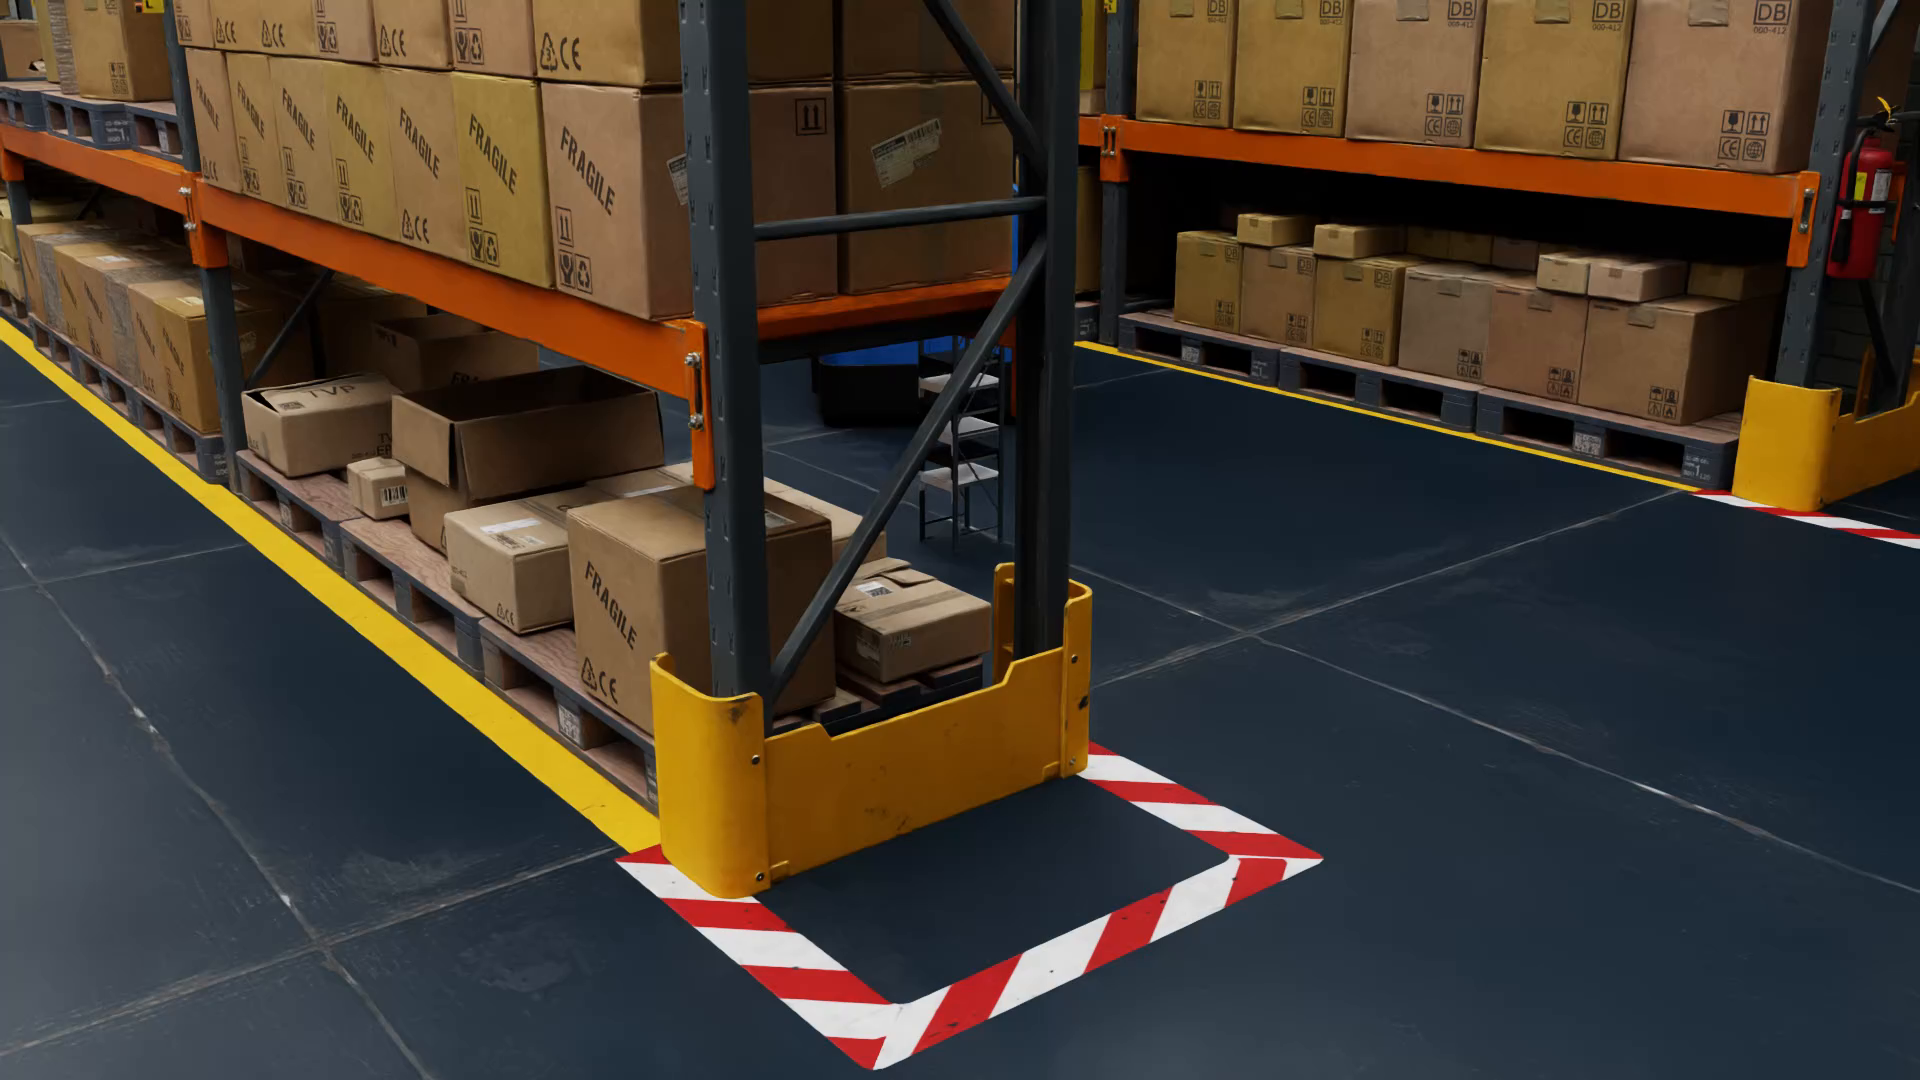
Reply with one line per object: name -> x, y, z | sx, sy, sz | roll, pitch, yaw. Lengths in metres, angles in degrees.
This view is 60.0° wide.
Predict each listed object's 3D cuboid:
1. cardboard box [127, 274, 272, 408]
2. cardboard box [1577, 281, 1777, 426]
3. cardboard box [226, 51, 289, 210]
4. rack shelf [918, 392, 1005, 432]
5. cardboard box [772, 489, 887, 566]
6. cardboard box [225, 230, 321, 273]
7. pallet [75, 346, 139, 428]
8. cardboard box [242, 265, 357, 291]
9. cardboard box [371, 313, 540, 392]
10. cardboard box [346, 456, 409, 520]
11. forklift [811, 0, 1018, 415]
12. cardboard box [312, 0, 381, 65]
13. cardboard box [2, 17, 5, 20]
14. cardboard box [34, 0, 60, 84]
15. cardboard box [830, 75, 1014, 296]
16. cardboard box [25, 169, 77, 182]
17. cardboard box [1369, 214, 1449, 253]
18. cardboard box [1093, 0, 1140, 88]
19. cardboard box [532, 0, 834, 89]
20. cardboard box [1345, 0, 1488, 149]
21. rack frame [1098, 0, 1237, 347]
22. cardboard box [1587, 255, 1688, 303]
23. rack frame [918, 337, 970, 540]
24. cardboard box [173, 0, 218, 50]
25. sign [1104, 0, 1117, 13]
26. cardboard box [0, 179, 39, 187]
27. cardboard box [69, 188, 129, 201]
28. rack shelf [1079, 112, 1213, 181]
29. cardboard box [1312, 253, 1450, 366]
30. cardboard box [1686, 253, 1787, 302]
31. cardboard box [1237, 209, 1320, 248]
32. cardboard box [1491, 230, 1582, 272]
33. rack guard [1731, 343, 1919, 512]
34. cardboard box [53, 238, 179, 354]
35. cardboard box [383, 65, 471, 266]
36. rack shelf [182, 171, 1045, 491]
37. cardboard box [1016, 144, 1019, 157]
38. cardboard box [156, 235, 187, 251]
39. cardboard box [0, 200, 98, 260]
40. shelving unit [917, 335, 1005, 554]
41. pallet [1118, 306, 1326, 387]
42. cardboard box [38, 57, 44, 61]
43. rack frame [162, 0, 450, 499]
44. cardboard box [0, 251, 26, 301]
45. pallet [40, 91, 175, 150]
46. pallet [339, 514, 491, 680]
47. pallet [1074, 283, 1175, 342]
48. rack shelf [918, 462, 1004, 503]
cardboard box -> -3.459, -0.918, 7.641 | 0.500, 0.500, 0.500 | -14, 23, -36
cardboard box -> 3.224, -0.855, 7.480 | 0.700, 0.500, 0.500 | -14, 23, -36
cardboard box -> -2.204, -1.450, 5.811 | 0.500, 0.500, 0.500 | -13, 23, -35
rack shelf -> 0.005, -0.479, 6.197 | 0.258, 0.077, 0.200 | -14, 23, -36
cardboard box -> -0.569, 0.063, 5.076 | 0.500, 0.250, 0.500 | -14, 23, -36
cardboard box -> -3.357, -1.498, 8.199 | 0.500, 0.250, 0.500 | -14, 23, -36
pallet -> -3.924, -0.877, 8.676 | 1.003, 0.211, 1.213 | -14, 23, -36
cardboard box -> -3.077, -1.025, 7.963 | 0.500, 0.500, 0.500 | -14, 23, -35
cardboard box -> -2.051, -0.644, 6.813 | 0.500, 0.500, 0.500 | -14, 23, -36
cardboard box -> -1.991, -0.214, 6.044 | 0.380, 0.166, 0.250 | -14, 23, -36
forklift -> -0.269, -2.405, 8.962 | 1.130, 2.935, 3.031 | -2, 18, -5
cardboard box -> -1.594, -1.677, 4.906 | 0.500, 0.500, 0.500 | -13, 22, -34
cardboard box -> -7.875, -3.834, 13.010 | 0.700, 0.500, 0.500 | -15, 23, -38
cardboard box -> -4.631, -2.806, 9.238 | 0.500, 0.500, 0.700 | 11, 21, 30
cardboard box -> -0.213, -0.930, 4.239 | 0.500, 0.500, 0.500 | -13, 23, -35
cardboard box -> -6.482, -2.544, 12.088 | 0.500, 0.311, 0.500 | -14, 23, -36
cardboard box -> 2.352, -1.609, 8.726 | 0.380, 0.149, 0.250 | -14, 23, -36
cardboard box -> 0.769, -2.937, 9.798 | 0.500, 0.500, 0.500 | -14, 23, -37
cardboard box -> -0.636, -1.299, 3.765 | 0.500, 0.500, 0.500 | -14, 23, -37
cardboard box -> 2.486, -2.322, 8.126 | 0.980, 0.700, 0.700 | -15, 24, -39
rack frame -> 1.254, -2.675, 9.668 | 1.000, 3.000, 0.127 | -14, 23, -36
cardboard box -> 3.002, -1.159, 7.367 | 0.380, 0.149, 0.250 | -14, 23, -37
rack frame -> -0.058, -0.450, 6.291 | 0.240, 0.900, 0.006 | -14, 23, -36
cardboard box -> -2.555, -2.058, 6.056 | 0.500, 0.500, 0.500 | -13, 22, -35
sign -> 0.834, -3.078, 9.172 | 0.100, 0.325, 0.005 | -14, 23, -36
cardboard box -> -6.578, -2.310, 11.379 | 0.500, 0.311, 0.500 | -13, 22, -35
cardboard box -> -5.539, -2.167, 10.949 | 0.500, 0.311, 0.500 | -15, 23, -37
rack shelf -> 0.012, -2.826, 11.270 | 1.077, 0.370, 4.000 | -14, 23, -36
cardboard box -> 2.264, -1.232, 8.619 | 0.700, 0.500, 0.500 | -13, 23, -35
cardboard box -> 3.459, -1.171, 7.403 | 0.380, 0.149, 0.250 | -14, 23, -36
cardboard box -> 1.707, -1.671, 8.914 | 0.380, 0.149, 0.250 | -13, 22, -34
cardboard box -> 2.830, -1.420, 8.155 | 0.380, 0.149, 0.250 | -14, 23, -35
rack guard -> 3.752, -0.497, 7.067 | 1.175, 0.500, 0.348 | -14, 23, -36
cardboard box -> -4.415, -1.294, 8.776 | 0.500, 0.500, 0.500 | -14, 23, -37
cardboard box -> -1.265, -1.077, 4.685 | 0.500, 0.500, 0.500 | -14, 23, -36
rack shelf -> -1.385, -0.873, 5.370 | 1.077, 0.370, 4.000 | -14, 23, -36
cardboard box -> 0.194, -2.207, 11.007 | 0.750, 0.750, 0.750 | -13, 22, -34
cardboard box -> -4.025, -1.403, 9.103 | 0.500, 0.500, 0.500 | -15, 24, -38
cardboard box -> -5.629, -1.934, 10.245 | 0.500, 0.311, 0.500 | -13, 22, -35
shelving unit -> 0.005, -0.425, 6.215 | 0.258, 0.900, 0.210 | -14, 23, -36
pallet -> 1.664, -1.148, 9.495 | 1.003, 0.211, 1.213 | -14, 23, -36
cardboard box -> -5.514, -2.909, 10.516 | 0.500, 0.311, 0.500 | -14, 23, -37
rack frame -> -2.627, -1.707, 6.746 | 1.000, 3.000, 0.127 | -14, 23, -36
cardboard box -> -5.629, -1.669, 10.336 | 0.500, 0.250, 0.500 | -13, 23, -35
pallet -> -3.900, -2.123, 8.308 | 1.003, 0.211, 1.213 | -14, 23, -36
pallet -> -1.440, 0.087, 5.764 | 1.003, 0.211, 1.213 | -14, 23, -36
pallet -> 0.715, -1.526, 10.636 | 1.003, 0.211, 1.213 | -14, 23, -36
rack shelf -> 0.005, -0.223, 6.282 | 0.258, 0.077, 0.200 | -14, 23, -36
